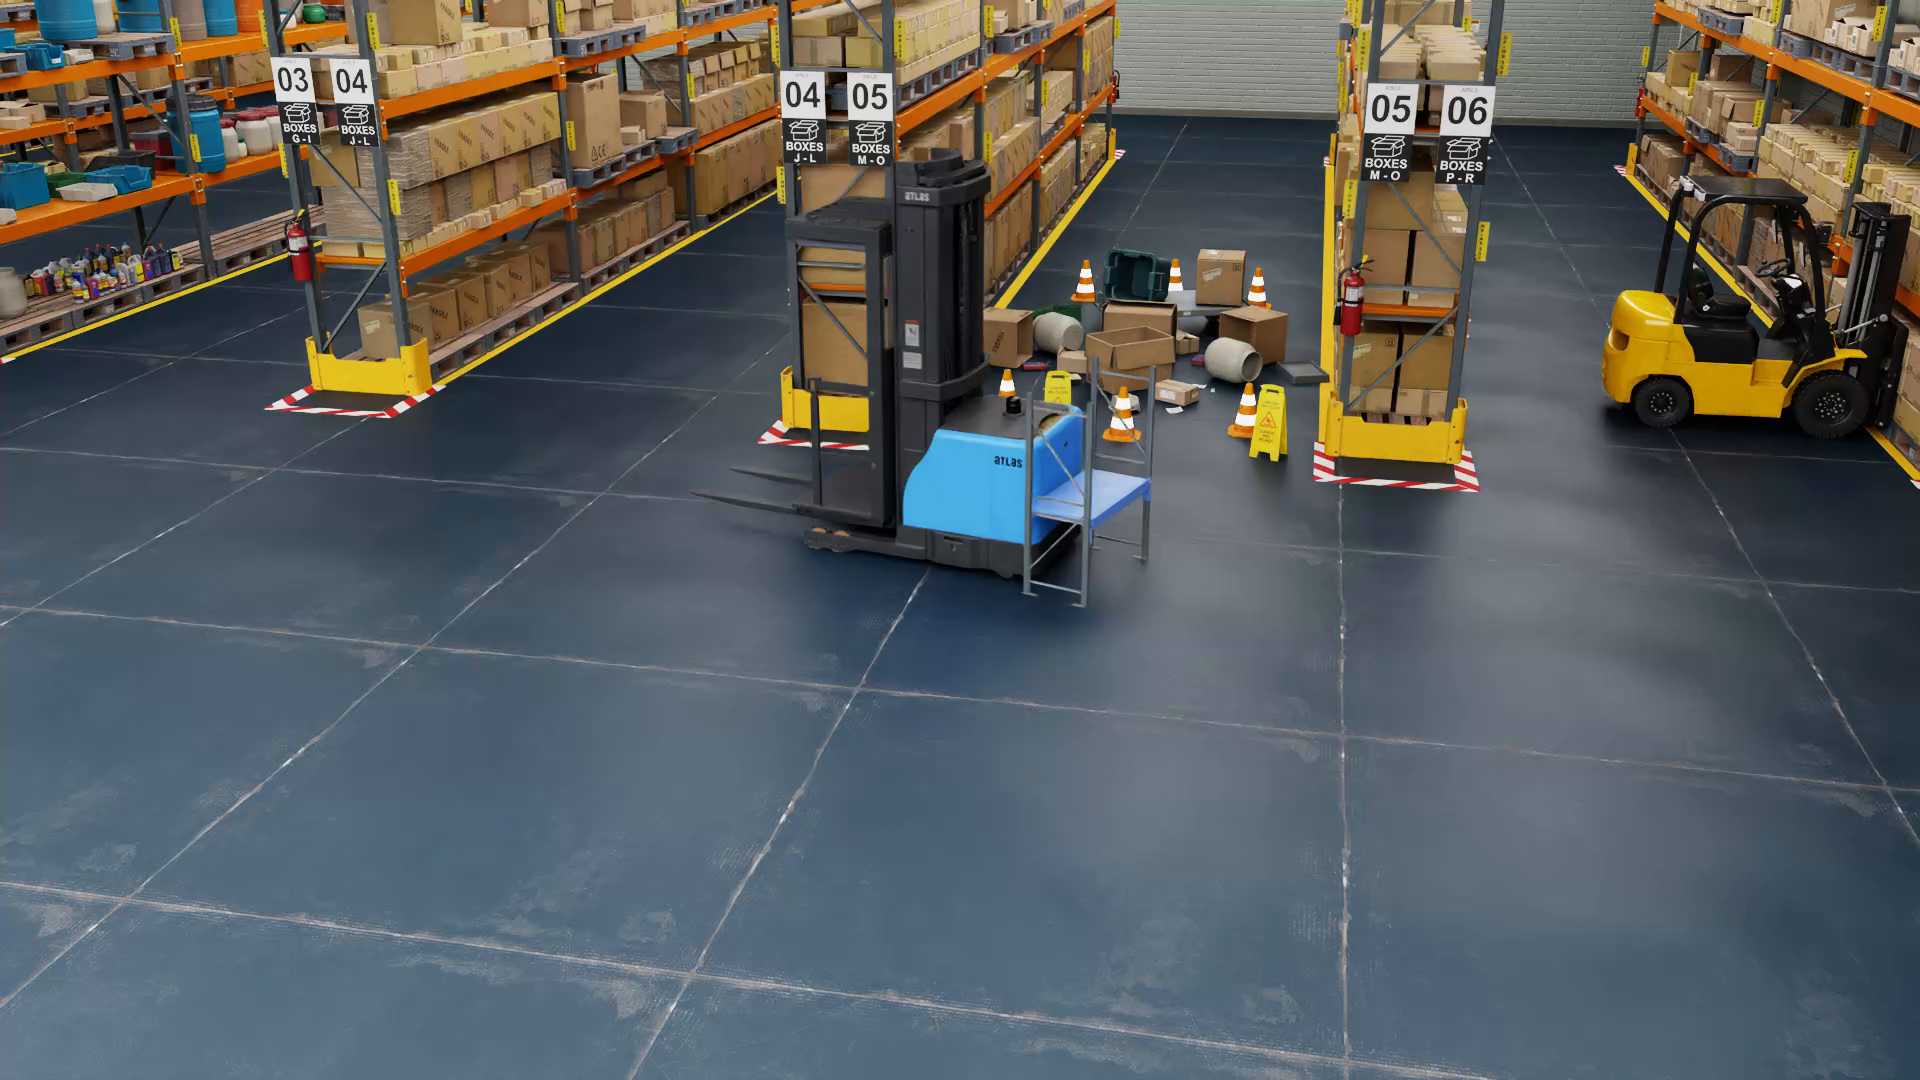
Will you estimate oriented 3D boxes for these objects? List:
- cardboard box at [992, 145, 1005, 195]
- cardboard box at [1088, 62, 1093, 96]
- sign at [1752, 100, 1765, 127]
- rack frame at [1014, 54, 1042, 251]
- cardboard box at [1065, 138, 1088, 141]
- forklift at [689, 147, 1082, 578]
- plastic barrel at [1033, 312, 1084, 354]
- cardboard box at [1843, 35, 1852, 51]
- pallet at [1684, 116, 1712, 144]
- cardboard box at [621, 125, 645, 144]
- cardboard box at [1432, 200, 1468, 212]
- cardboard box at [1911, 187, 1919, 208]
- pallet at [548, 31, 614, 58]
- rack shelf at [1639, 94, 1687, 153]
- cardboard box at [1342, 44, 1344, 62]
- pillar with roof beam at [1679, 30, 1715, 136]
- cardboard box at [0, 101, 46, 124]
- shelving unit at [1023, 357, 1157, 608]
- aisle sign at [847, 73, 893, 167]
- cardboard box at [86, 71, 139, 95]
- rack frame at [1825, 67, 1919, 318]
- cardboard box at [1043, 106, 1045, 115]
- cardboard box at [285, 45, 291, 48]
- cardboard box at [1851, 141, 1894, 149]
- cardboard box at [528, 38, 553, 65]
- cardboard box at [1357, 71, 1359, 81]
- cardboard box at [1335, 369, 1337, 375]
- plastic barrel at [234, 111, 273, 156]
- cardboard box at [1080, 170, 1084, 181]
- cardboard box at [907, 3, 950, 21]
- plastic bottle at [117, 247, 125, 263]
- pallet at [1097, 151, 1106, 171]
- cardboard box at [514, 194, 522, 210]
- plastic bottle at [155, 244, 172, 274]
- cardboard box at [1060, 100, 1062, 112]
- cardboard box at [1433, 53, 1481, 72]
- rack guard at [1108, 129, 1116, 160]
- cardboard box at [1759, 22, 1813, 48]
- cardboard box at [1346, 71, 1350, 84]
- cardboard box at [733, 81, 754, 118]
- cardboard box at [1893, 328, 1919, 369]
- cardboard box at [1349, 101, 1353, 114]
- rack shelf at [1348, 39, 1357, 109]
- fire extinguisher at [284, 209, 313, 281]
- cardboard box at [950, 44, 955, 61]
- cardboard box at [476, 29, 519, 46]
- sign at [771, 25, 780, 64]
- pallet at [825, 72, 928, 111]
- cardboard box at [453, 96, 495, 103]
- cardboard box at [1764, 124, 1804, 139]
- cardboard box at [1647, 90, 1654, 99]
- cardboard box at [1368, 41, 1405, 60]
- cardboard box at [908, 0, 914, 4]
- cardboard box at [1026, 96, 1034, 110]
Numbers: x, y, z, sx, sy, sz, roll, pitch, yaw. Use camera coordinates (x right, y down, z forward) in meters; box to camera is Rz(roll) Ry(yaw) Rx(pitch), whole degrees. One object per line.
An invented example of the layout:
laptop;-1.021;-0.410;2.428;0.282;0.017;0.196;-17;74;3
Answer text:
cardboard box;0.237;-4.335;19.467;0.500;0.500;0.500;5;22;11
cardboard box;1.838;-7.385;26.644;0.500;0.500;0.500;4;22;11
sign;9.774;-5.215;20.344;0.100;0.325;0.005;4;22;11
rack frame;0.580;-5.395;22.233;1.000;3.000;0.127;4;22;11
cardboard box;1.925;-6.598;27.680;0.380;0.149;0.250;4;22;9
forklift;-0.633;-1.427;12.473;3.031;2.935;1.130;9;24;22
plastic barrel;1.034;-2.205;17.762;0.421;0.421;0.512;-16;27;-35
cardboard box;9.418;-5.156;17.265;0.380;0.149;0.250;4;22;11
pallet;10.853;-5.767;23.415;1.003;0.211;1.213;4;22;11
cardboard box;-4.331;-5.312;21.645;0.396;0.266;0.258;4;22;9
cardboard box;4.388;-2.841;15.361;0.500;0.500;0.500;4;22;10
cardboard box;8.950;-3.128;15.206;0.380;0.149;0.250;4;22;11
pallet;-4.841;-5.869;19.647;1.213;0.211;1.003;4;22;11
rack shelf;11.531;-6.538;26.035;1.077;0.370;4.000;4;22;11
cardboard box;6.506;-7.958;27.126;0.500;0.500;0.500;4;22;11
pillar with roof beam;9.157;-11.631;29.688;9.100;9.000;0.400;4;22;11
cardboard box;-14.069;-6.395;24.837;0.500;0.311;0.500;6;23;14
shelving unit;0.933;-0.432;11.918;0.538;1.500;1.048;12;25;28
aisle sign;-0.773;-3.626;14.362;0.394;0.787;0.004;4;22;11
cardboard box;-13.560;-7.366;26.433;0.700;0.500;0.500;9;24;21
rack frame;9.490;-3.214;16.820;1.000;3.000;0.127;4;22;11
cardboard box;0.980;-5.970;23.037;0.380;0.149;0.250;4;22;9
cardboard box;-12.449;-9.256;30.348;0.500;0.500;0.500;5;23;13
cardboard box;10.301;-4.413;18.795;0.380;0.149;0.250;4;22;10
cardboard box;-4.908;-5.482;18.636;0.500;0.250;0.500;5;23;13
cardboard box;4.062;-4.540;15.897;0.500;0.250;0.500;5;22;11
cardboard box;3.829;-1.553;15.812;0.500;0.250;0.500;5;22;11
plastic barrel;-9.360;-5.389;22.037;0.433;0.535;0.433;0;22;0
cardboard box;1.785;-5.839;26.589;0.380;0.149;0.250;3;22;9
cardboard box;-0.308;-5.104;16.070;0.380;0.149;0.250;5;22;12
plastic bottle;-10.349;-3.457;20.469;0.061;0.283;0.133;4;22;11
pallet;1.997;-6.705;29.219;1.003;0.211;1.213;4;22;11
cardboard box;-5.119;-3.770;18.536;0.380;0.149;0.250;4;22;11
plastic bottle;-9.769;-3.442;20.342;0.144;0.351;0.185;4;22;9
cardboard box;1.301;-6.396;24.493;0.380;0.149;0.250;3;22;9
cardboard box;4.234;-4.068;14.192;0.380;0.149;0.250;4;22;11
rack guard;2.197;-7.133;29.896;1.175;0.500;0.348;4;22;11
cardboard box;10.174;-6.205;20.432;0.500;0.250;0.500;4;22;9
cardboard box;5.393;-5.962;22.169;0.500;0.500;0.500;5;22;12
cardboard box;-3.474;-6.755;25.477;0.500;0.500;0.500;4;22;10
cardboard box;8.655;-1.699;14.838;0.500;0.250;0.500;5;22;12
cardboard box;5.029;-5.095;20.396;0.500;0.500;0.500;6;23;14
rack shelf;5.039;-5.380;19.146;1.077;0.370;4.000;4;22;11
fire extinguisher;-6.362;-2.841;15.997;0.296;0.674;0.183;4;22;11
cardboard box;-0.256;-4.824;16.442;0.380;0.149;0.250;4;22;10
cardboard box;-4.996;-5.421;17.950;0.380;0.149;0.250;4;22;9
sign;-1.581;-4.281;14.373;0.100;0.325;0.005;4;22;11
pallet;-0.911;-4.091;15.100;1.003;0.211;1.213;4;22;11
cardboard box;-5.512;-4.667;18.556;0.500;0.500;0.500;4;22;11
cardboard box;9.953;-4.930;20.078;0.380;0.149;0.250;5;22;12
cardboard box;11.603;-7.387;27.517;0.380;0.149;0.250;4;22;11
cardboard box;3.874;-4.483;15.223;0.380;0.149;0.250;5;22;12
cardboard box;-0.694;-5.617;17.343;0.380;0.149;0.250;4;22;10
cardboard box;0.865;-5.905;22.477;0.380;0.149;0.250;4;22;11
